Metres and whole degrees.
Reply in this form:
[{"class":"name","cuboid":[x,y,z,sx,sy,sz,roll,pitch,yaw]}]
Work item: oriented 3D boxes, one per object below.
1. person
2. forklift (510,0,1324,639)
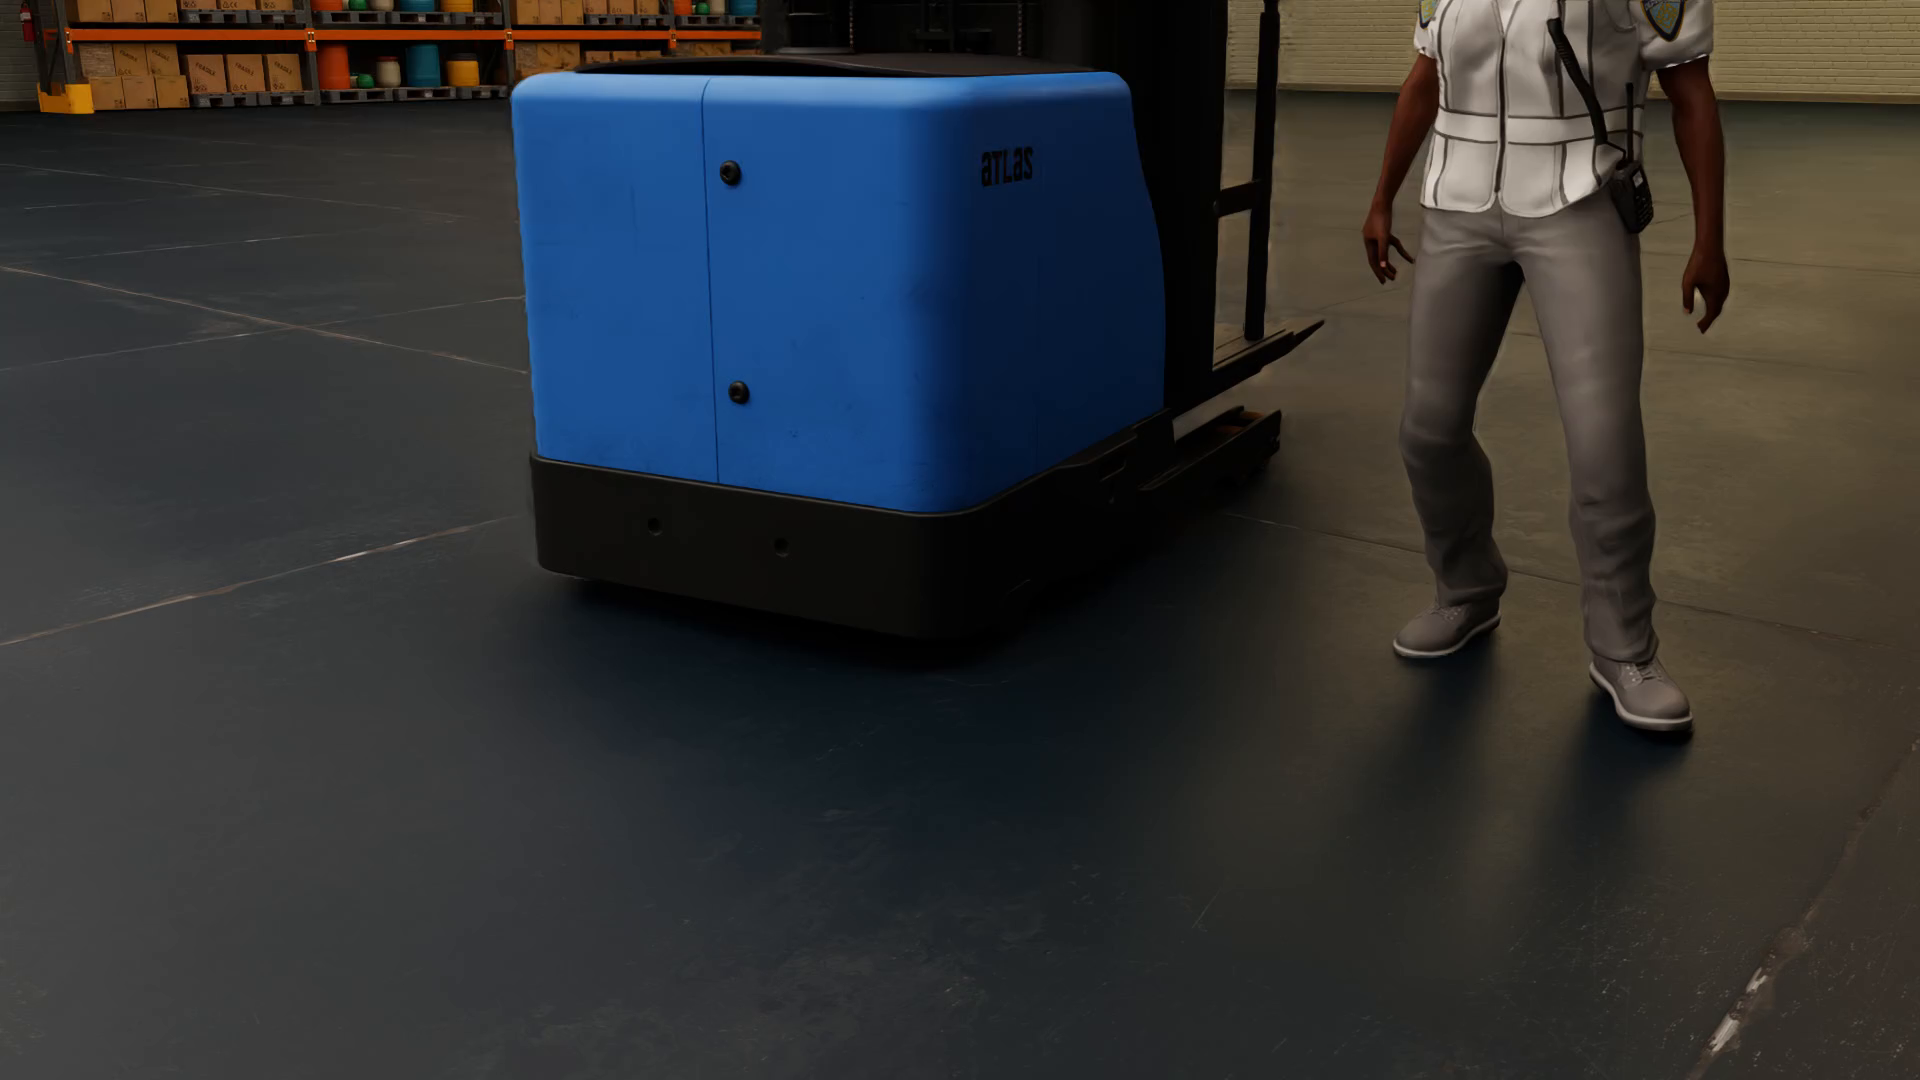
[{"class":"person","cuboid":[1.026,-0.535,2.932,0.783,1.631,0.412,15,22,40]},{"class":"forklift","cuboid":[0.233,-1.598,4.159,1.130,2.935,3.031,9,19,26]}]
